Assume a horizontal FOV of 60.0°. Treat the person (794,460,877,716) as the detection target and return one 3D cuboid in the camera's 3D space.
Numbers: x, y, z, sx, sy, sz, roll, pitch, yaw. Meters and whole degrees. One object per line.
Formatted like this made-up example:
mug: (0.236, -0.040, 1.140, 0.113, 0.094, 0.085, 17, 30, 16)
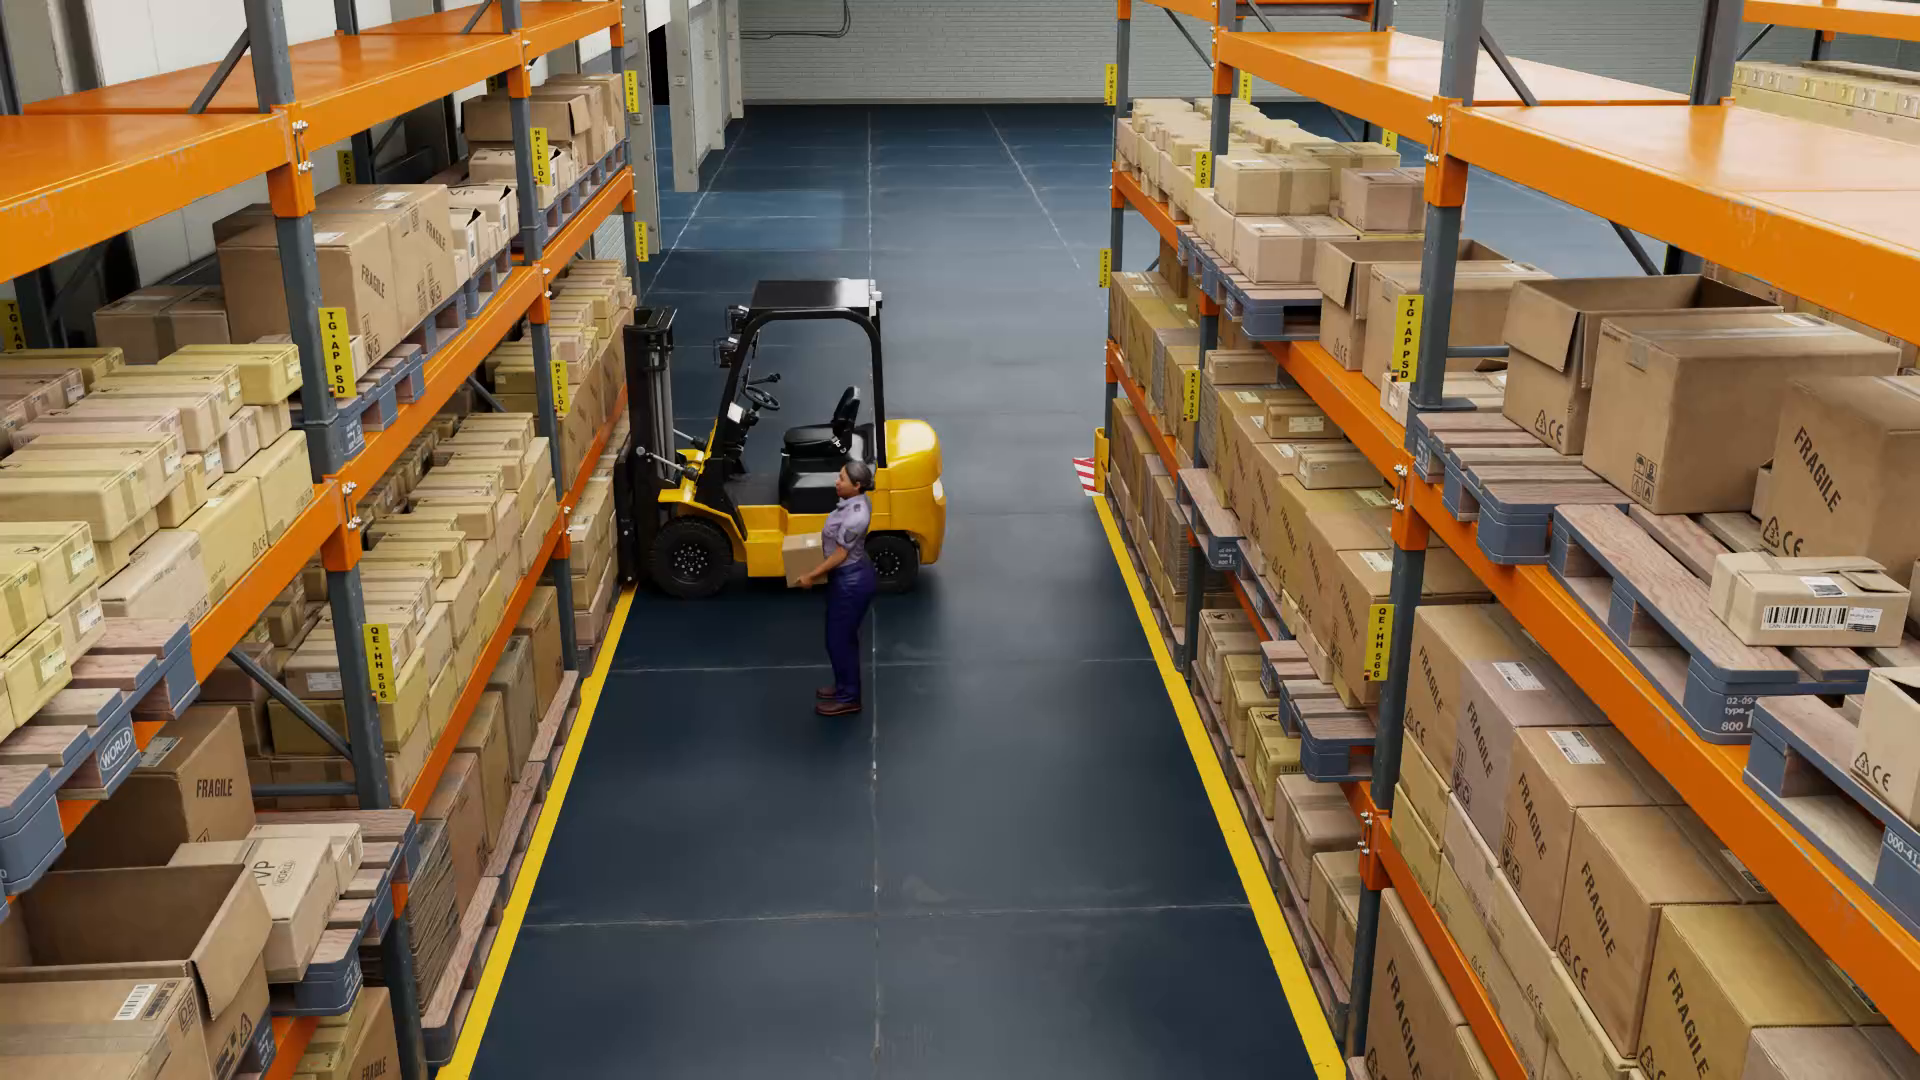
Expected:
person: (-0.770, 0.290, 10.360, 0.517, 1.624, 0.453, -1, 21, -2)
